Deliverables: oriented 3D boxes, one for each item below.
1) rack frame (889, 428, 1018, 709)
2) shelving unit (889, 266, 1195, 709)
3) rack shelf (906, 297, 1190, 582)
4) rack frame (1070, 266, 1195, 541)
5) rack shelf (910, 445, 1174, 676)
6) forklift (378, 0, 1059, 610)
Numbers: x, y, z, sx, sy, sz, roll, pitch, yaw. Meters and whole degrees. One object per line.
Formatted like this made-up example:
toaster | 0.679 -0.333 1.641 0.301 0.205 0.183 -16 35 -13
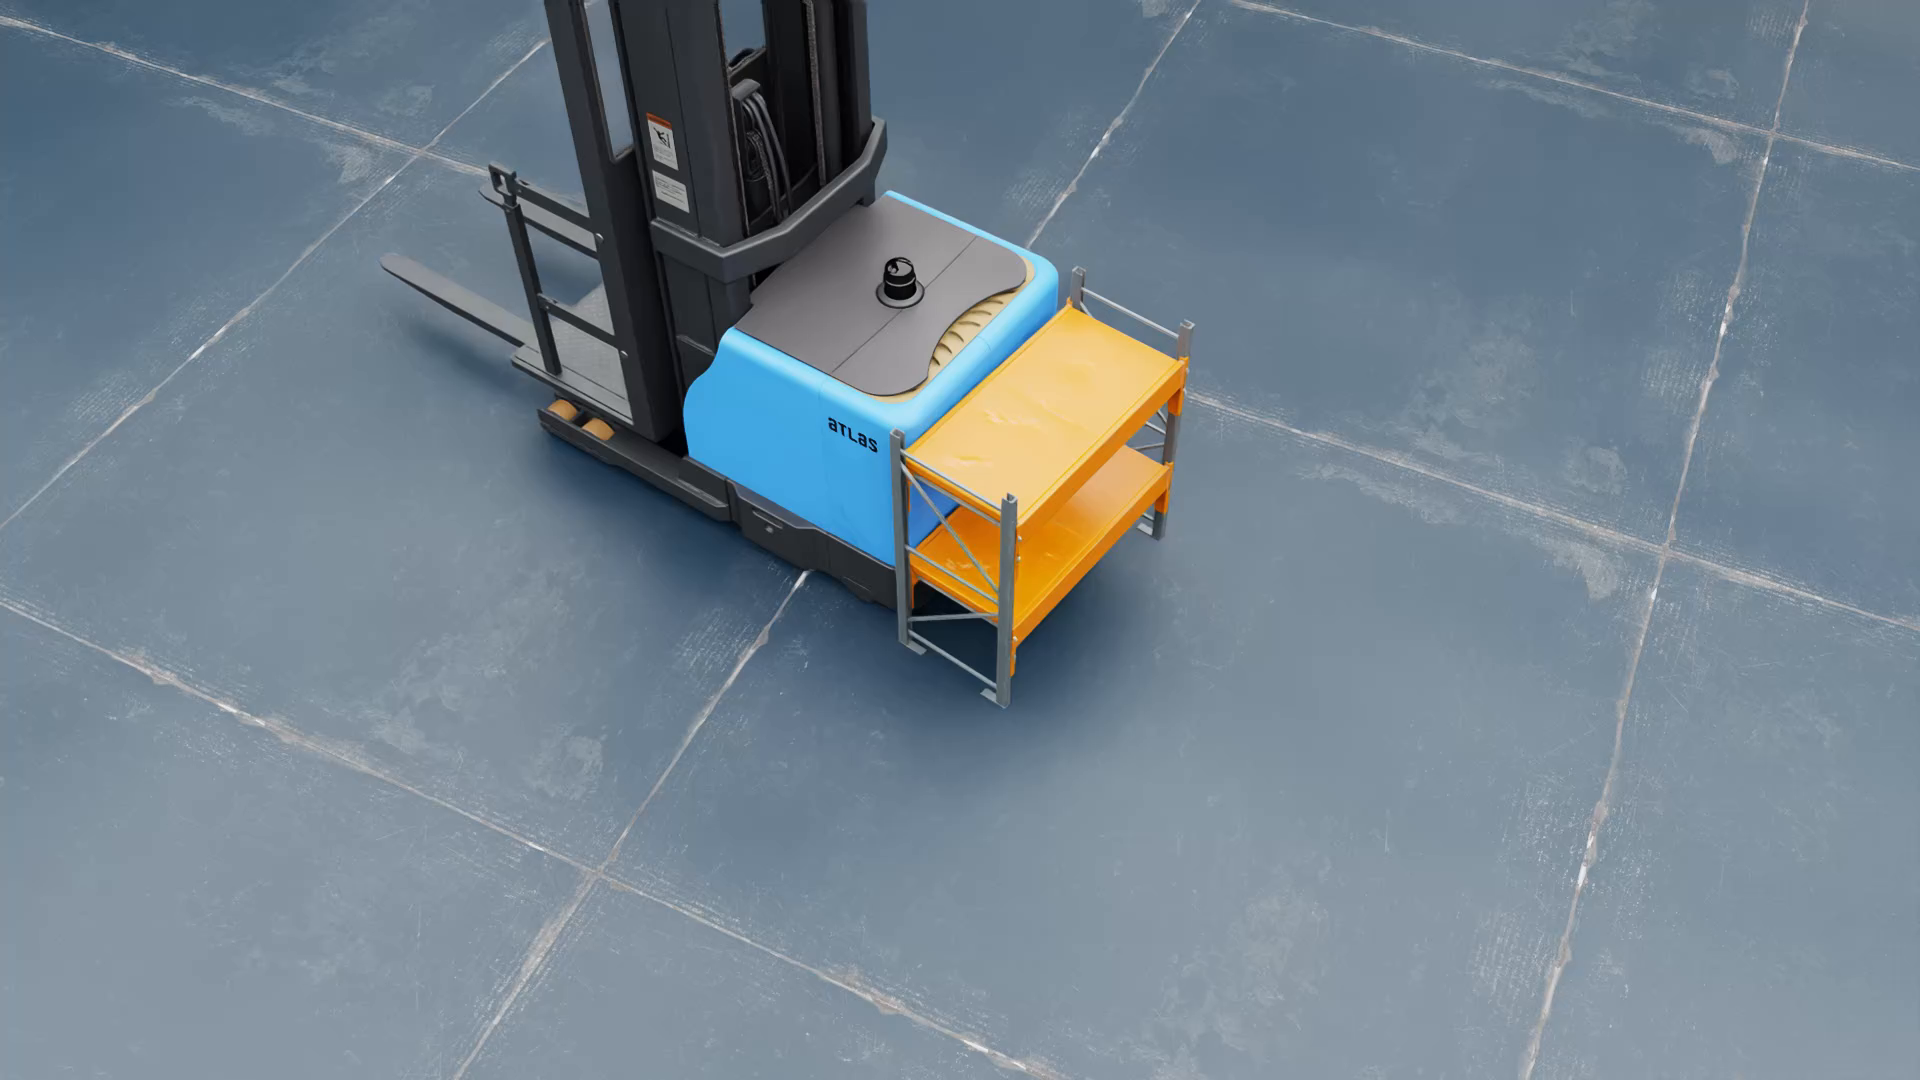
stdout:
rack frame | -0.024 0.125 5.721 0.500 1.125 0.032 31 56 24
shelving unit | 0.290 -0.180 5.980 0.538 1.125 1.048 31 56 24
rack shelf | 0.290 -0.370 5.757 0.538 0.278 1.000 31 56 24
rack frame | 0.603 -0.485 6.239 0.500 1.125 0.032 31 56 24
rack shelf | 0.290 -0.022 6.166 0.538 0.278 1.000 31 56 24
forklift | -1.129 -1.588 5.992 3.031 2.935 1.130 28 55 22
